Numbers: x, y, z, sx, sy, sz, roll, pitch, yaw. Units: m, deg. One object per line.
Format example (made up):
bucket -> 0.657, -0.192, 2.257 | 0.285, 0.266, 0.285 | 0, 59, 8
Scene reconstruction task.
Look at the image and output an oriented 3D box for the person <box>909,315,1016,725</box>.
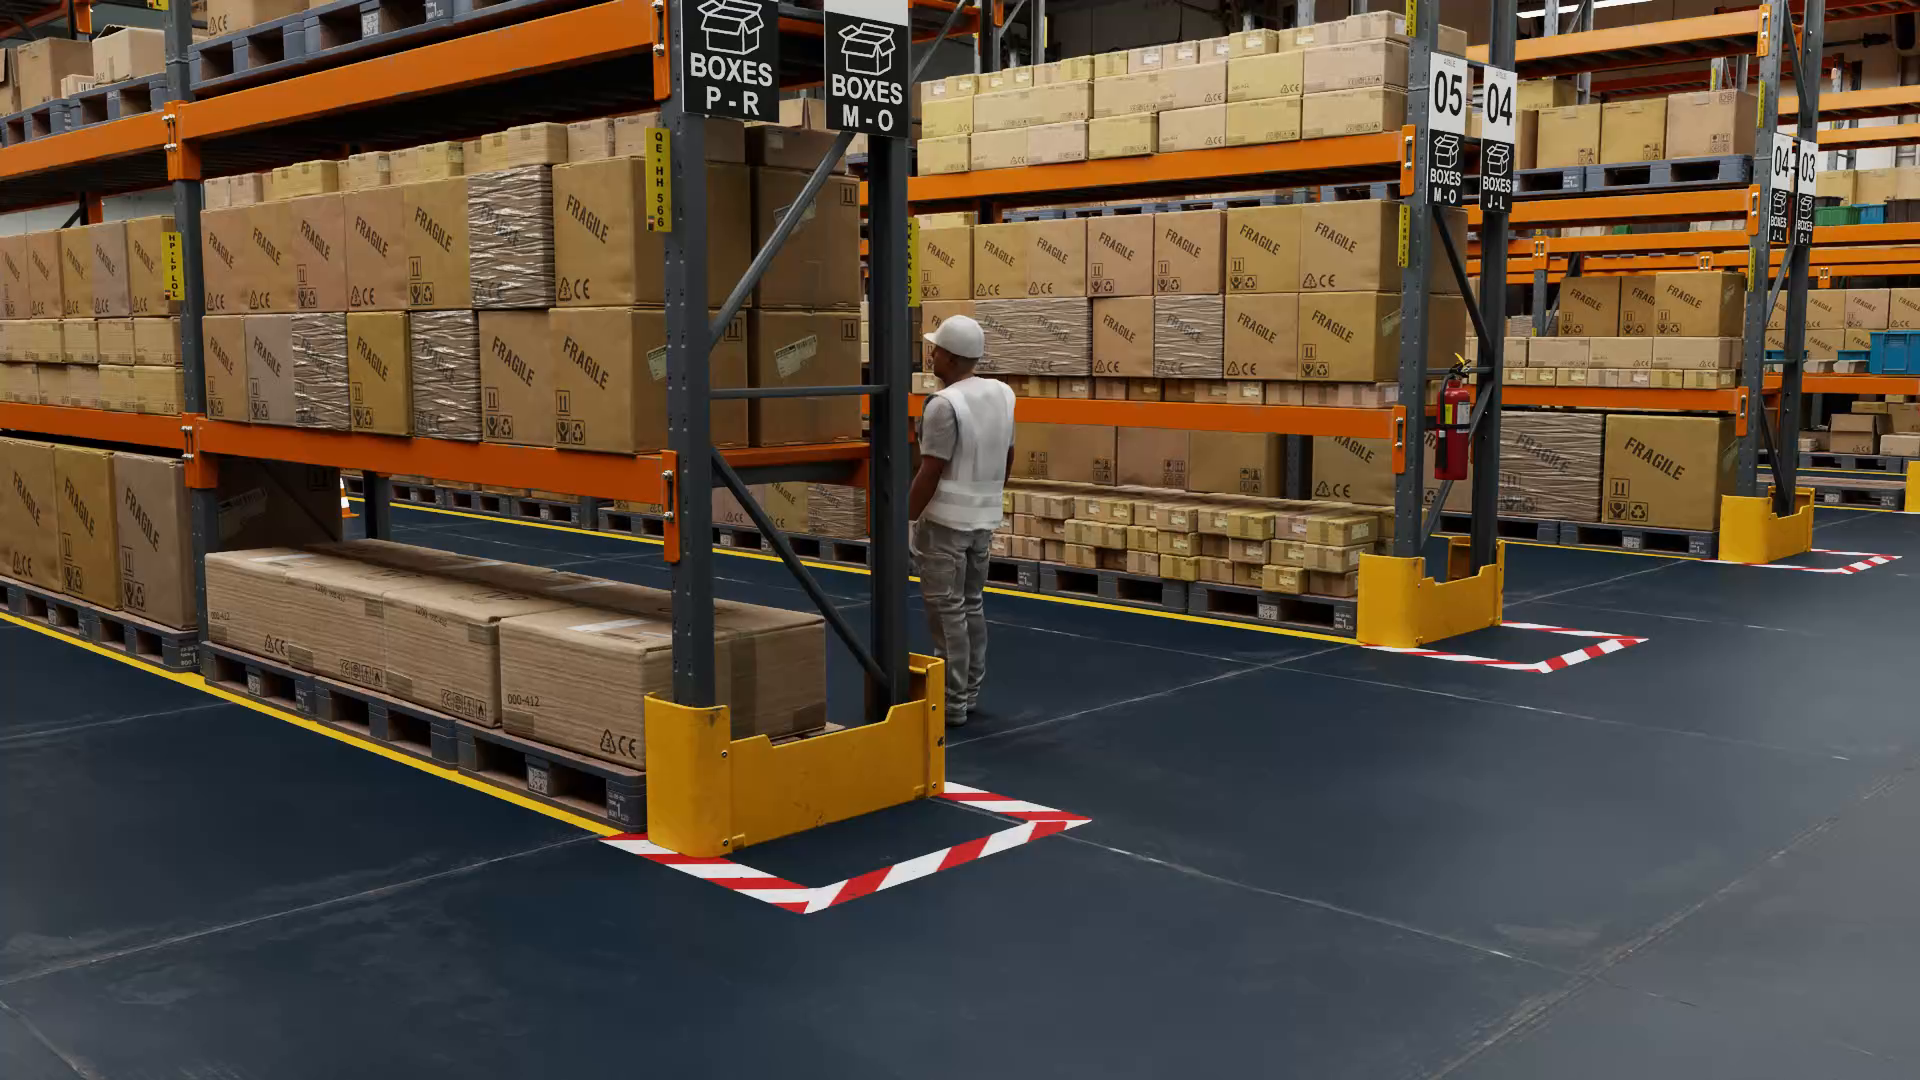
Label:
person -> -0.076, -0.086, 7.298 | 0.575, 1.784, 0.657 | 5, 9, 36
